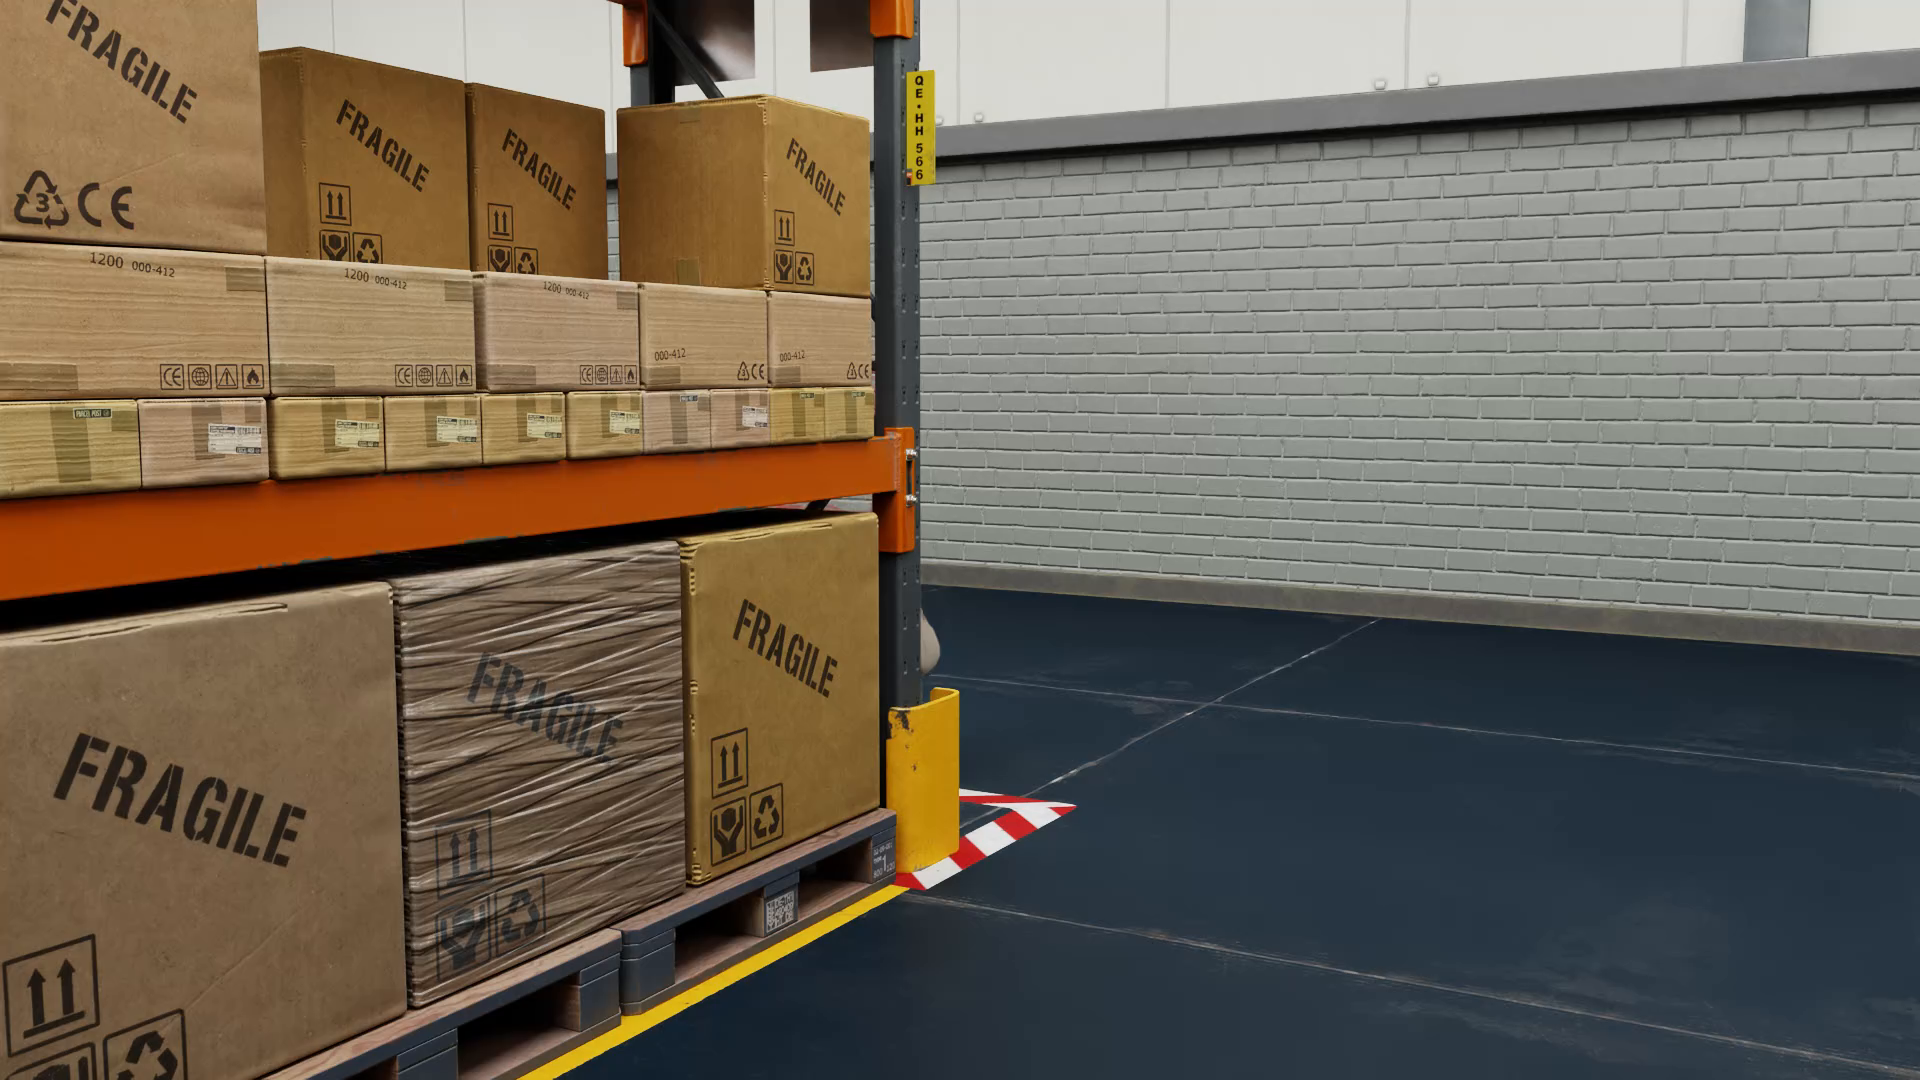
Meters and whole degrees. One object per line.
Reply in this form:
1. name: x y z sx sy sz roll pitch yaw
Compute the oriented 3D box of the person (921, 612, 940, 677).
1. person: -0.528 0.417 6.430 0.880 0.865 0.549 2 6 22
